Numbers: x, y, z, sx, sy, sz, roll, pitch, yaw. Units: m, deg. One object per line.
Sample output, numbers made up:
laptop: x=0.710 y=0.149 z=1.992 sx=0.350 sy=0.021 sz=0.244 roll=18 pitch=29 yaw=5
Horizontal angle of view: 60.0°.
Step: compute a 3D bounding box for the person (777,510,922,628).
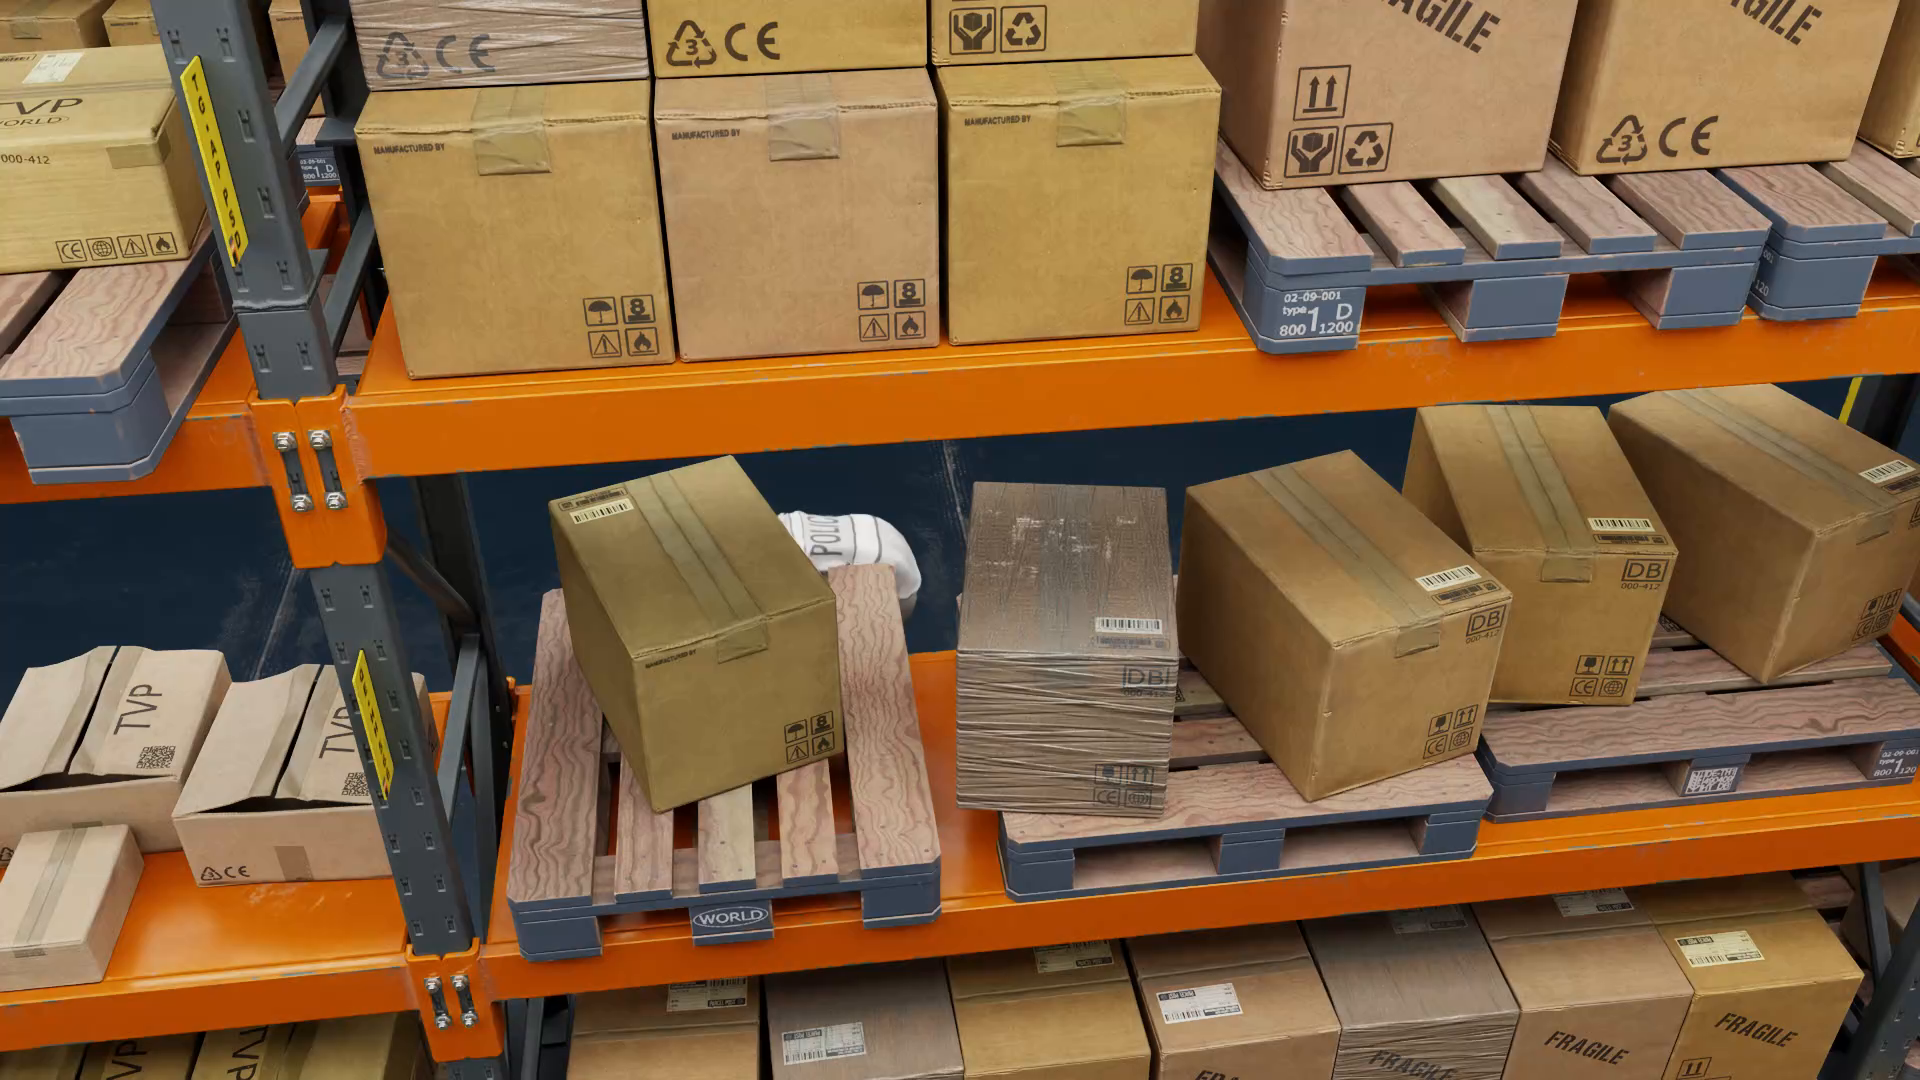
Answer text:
person: x=-0.591 y=0.357 z=6.001 sx=0.906 sy=1.251 sz=0.406 roll=-5 pitch=35 yaw=-8
